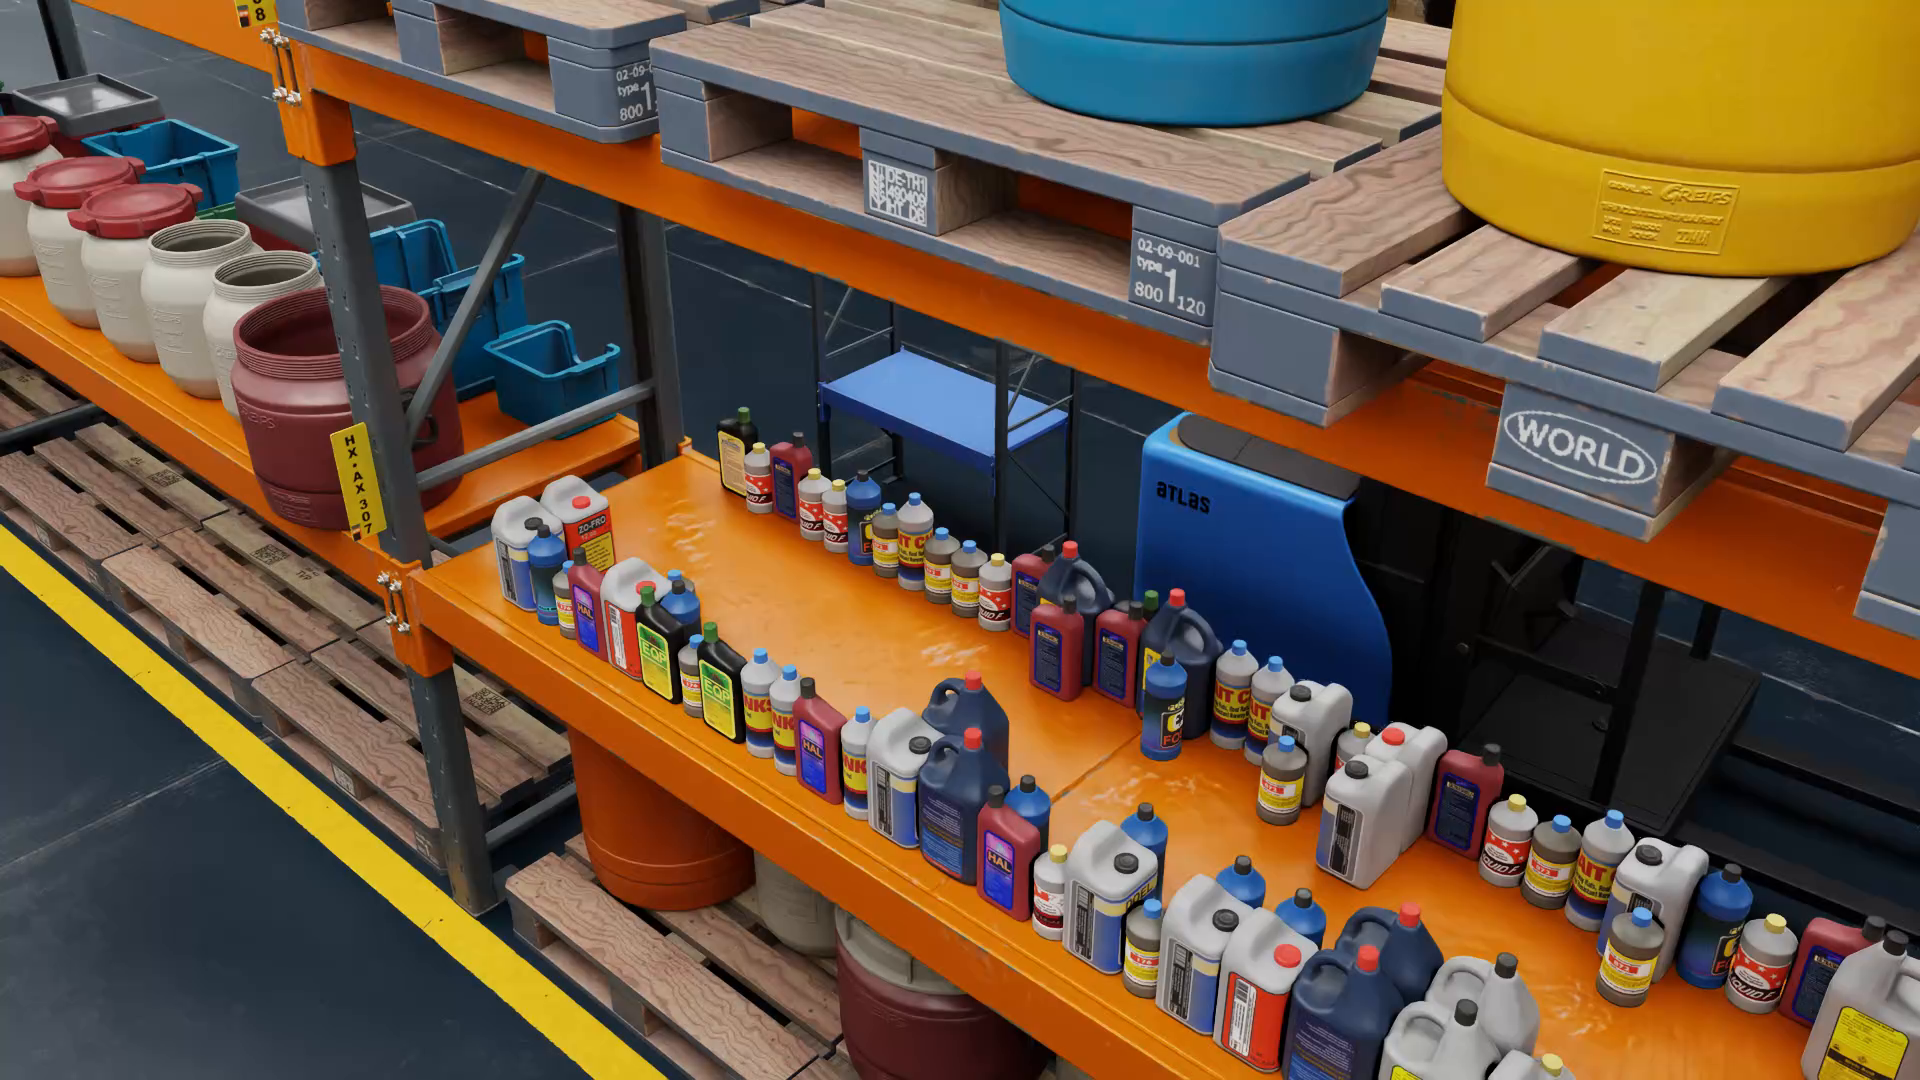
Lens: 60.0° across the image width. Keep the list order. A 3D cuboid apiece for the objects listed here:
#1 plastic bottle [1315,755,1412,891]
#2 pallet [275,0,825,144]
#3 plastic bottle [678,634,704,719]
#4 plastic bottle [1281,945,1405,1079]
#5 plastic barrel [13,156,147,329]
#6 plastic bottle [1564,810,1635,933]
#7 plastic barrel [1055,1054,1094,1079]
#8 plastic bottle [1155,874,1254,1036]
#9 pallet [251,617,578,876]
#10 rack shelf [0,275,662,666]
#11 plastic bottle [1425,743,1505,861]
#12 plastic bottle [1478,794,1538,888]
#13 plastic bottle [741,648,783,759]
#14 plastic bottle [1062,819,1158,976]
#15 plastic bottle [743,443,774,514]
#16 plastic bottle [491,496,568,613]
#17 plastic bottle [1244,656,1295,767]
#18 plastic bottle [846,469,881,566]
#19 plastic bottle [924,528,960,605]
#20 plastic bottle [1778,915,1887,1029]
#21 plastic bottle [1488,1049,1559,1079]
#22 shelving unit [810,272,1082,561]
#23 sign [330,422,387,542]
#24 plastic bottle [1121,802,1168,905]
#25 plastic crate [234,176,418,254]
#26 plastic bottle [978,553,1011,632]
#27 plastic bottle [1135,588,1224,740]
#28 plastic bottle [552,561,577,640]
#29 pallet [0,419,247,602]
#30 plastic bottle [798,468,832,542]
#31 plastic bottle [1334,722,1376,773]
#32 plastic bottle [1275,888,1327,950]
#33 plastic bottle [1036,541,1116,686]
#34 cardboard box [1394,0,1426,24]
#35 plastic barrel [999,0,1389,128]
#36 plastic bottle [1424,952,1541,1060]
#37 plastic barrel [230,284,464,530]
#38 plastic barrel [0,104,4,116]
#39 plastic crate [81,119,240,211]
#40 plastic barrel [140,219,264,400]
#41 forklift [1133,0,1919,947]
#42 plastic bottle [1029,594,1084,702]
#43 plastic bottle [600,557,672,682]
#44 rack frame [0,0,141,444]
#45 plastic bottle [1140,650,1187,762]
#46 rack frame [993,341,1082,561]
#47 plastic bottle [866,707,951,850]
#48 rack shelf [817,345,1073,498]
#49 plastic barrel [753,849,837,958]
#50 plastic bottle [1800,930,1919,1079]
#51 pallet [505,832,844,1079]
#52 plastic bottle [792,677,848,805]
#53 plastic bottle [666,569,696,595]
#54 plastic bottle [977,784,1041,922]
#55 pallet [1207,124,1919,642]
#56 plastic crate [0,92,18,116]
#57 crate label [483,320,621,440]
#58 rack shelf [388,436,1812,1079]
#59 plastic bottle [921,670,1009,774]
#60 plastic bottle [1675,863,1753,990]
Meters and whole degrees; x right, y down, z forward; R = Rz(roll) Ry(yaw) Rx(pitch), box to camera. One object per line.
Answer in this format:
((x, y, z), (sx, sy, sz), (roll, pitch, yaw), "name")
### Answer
((0.851, 0.574, 3.508), (0.135, 0.276, 0.152), (25, 39, 35), "plastic bottle")
((-0.737, -1.197, 3.605), (1.213, 0.211, 1.003), (25, 39, 35), "pallet")
((-0.626, 0.320, 4.003), (0.097, 0.201, 0.097), (0, 31, 0), "plastic bottle")
((0.689, 0.853, 2.972), (0.185, 0.351, 0.144), (25, 39, 35), "plastic bottle")
((-3.099, -1.069, 5.986), (0.433, 0.535, 0.433), (0, 31, 0), "plastic barrel")
((1.300, 0.661, 3.368), (0.097, 0.271, 0.097), (0, 31, 0), "plastic bottle")
((0.451, 1.306, 4.178), (0.421, 0.512, 0.421), (0, 31, 0), "plastic barrel")
((0.473, 0.782, 3.163), (0.135, 0.276, 0.152), (25, 39, 35), "plastic bottle")
((-1.787, 0.616, 6.021), (1.213, 0.211, 1.003), (25, 39, 35), "pallet")
((-2.722, -0.679, 6.168), (4.000, 0.370, 1.077), (25, 39, 35), "rack shelf")
((1.083, 0.542, 3.555), (0.133, 0.283, 0.061), (25, 39, 35), "plastic bottle")
((1.156, 0.624, 3.498), (0.097, 0.201, 0.097), (0, 31, 0), "plastic bottle")
((-0.454, 0.370, 3.852), (0.097, 0.271, 0.097), (0, 31, 0), "plastic bottle")
((0.301, 0.702, 3.297), (0.135, 0.276, 0.152), (25, 39, 35), "plastic bottle")
((-0.579, -0.186, 4.844), (0.097, 0.201, 0.097), (0, 31, 0), "plastic bottle")
((-1.135, 0.031, 4.410), (0.135, 0.276, 0.152), (25, 39, 35), "plastic bottle")
((0.713, 0.387, 3.824), (0.097, 0.271, 0.097), (0, 31, 0), "plastic bottle")
((-0.264, -0.069, 4.581), (0.097, 0.271, 0.097), (0, 31, 0), "plastic bottle")
((-0.048, 0.062, 4.431), (0.097, 0.201, 0.097), (0, 31, 0), "plastic bottle")
((1.642, 0.803, 3.121), (0.133, 0.283, 0.061), (25, 39, 35), "plastic bottle")
((0.947, 1.003, 2.796), (0.135, 0.276, 0.152), (25, 39, 35), "plastic bottle")
((-0.063, -0.672, 6.912), (1.048, 1.500, 0.538), (25, 39, 35), "shelving unit")
((-1.603, -0.152, 4.437), (0.005, 0.325, 0.100), (25, 39, 35), "sign")
((0.371, 0.649, 3.388), (0.097, 0.271, 0.097), (0, 31, 0), "plastic bottle")
((-2.232, -0.999, 5.939), (0.583, 0.464, 0.402), (25, 39, 35), "plastic crate")
((0.097, 0.129, 4.320), (0.097, 0.201, 0.097), (0, 31, 0), "plastic bottle")
((0.521, 0.279, 3.925), (0.185, 0.351, 0.144), (25, 39, 35), "plastic bottle")
((-0.995, 0.147, 4.289), (0.097, 0.201, 0.097), (0, 31, 0), "plastic bottle")
((-3.596, -0.228, 7.424), (1.213, 0.211, 1.003), (25, 39, 35), "pallet")
((-0.408, -0.107, 4.711), (0.097, 0.201, 0.097), (0, 31, 0), "plastic bottle")
((0.885, 0.497, 3.708), (0.097, 0.201, 0.097), (0, 31, 0), "plastic bottle")
((0.643, 0.776, 3.177), (0.097, 0.271, 0.097), (0, 31, 0), "plastic bottle")
((0.285, 0.169, 4.108), (0.185, 0.351, 0.144), (25, 39, 35), "plastic bottle")
((3.768, -3.986, 12.959), (0.500, 0.500, 0.700), (26, 39, 36), "cardboard box")
((0.359, -1.123, 2.405), (0.708, 0.901, 0.600), (25, 39, 35), "plastic barrel")
((0.922, 0.862, 2.958), (0.185, 0.351, 0.144), (25, 39, 35), "plastic bottle")
((-1.786, -0.398, 4.871), (0.708, 0.536, 0.600), (25, 39, 35), "plastic barrel")
((-4.122, -1.645, 6.588), (0.708, 0.901, 0.600), (25, 39, 35), "plastic barrel")
((-3.178, -1.410, 6.699), (0.575, 0.384, 0.392), (25, 39, 35), "plastic crate")
((-2.457, -0.763, 5.501), (0.421, 0.512, 0.421), (0, 31, 0), "plastic barrel")
((2.095, -0.417, 5.100), (3.031, 2.935, 1.130), (22, 37, 32), "forklift")
((0.235, 0.246, 4.046), (0.133, 0.283, 0.061), (25, 39, 35), "plastic bottle")
((-0.792, 0.191, 4.144), (0.135, 0.276, 0.152), (25, 39, 35), "plastic bottle")
((-4.205, -1.680, 7.132), (0.127, 3.000, 1.000), (25, 39, 35), "rack frame")
((0.472, 0.375, 3.844), (0.097, 0.271, 0.097), (0, 31, 0), "plastic bottle")
((0.314, -0.496, 6.620), (0.032, 1.500, 0.500), (25, 39, 35), "rack frame")
((-0.107, 0.511, 3.613), (0.135, 0.276, 0.152), (25, 39, 35), "plastic bottle")
((-0.063, -0.518, 7.005), (1.000, 0.185, 0.538), (25, 39, 35), "rack shelf")
((-0.386, 0.915, 4.827), (0.421, 0.512, 0.421), (0, 31, 0), "plastic barrel")
((1.653, 0.850, 2.977), (0.185, 0.351, 0.144), (25, 39, 35), "plastic bottle")
((-0.626, 1.156, 5.125), (1.213, 0.211, 1.003), (25, 39, 35), "pallet")
((-0.309, 0.445, 3.715), (0.133, 0.283, 0.061), (25, 39, 35), "plastic bottle")
((-0.722, 0.169, 4.253), (0.097, 0.201, 0.097), (0, 31, 0), "plastic bottle")
((0.099, 0.636, 3.399), (0.133, 0.283, 0.061), (25, 39, 35), "plastic bottle")
((1.080, -0.349, 2.196), (1.003, 0.211, 1.213), (25, 39, 35), "pallet")
((-4.507, -1.883, 7.530), (0.504, 0.338, 0.767), (25, 39, 35), "plastic crate")
((-1.300, -0.513, 5.356), (0.416, 0.233, 0.303), (25, 39, 35), "crate label")
((0.244, 0.705, 3.868), (4.000, 0.370, 1.077), (25, 39, 35), "rack shelf")
((0.011, 0.431, 3.673), (0.185, 0.351, 0.144), (25, 39, 35), "plastic bottle")
((1.472, 0.741, 3.235), (0.097, 0.271, 0.097), (0, 31, 0), "plastic bottle")
